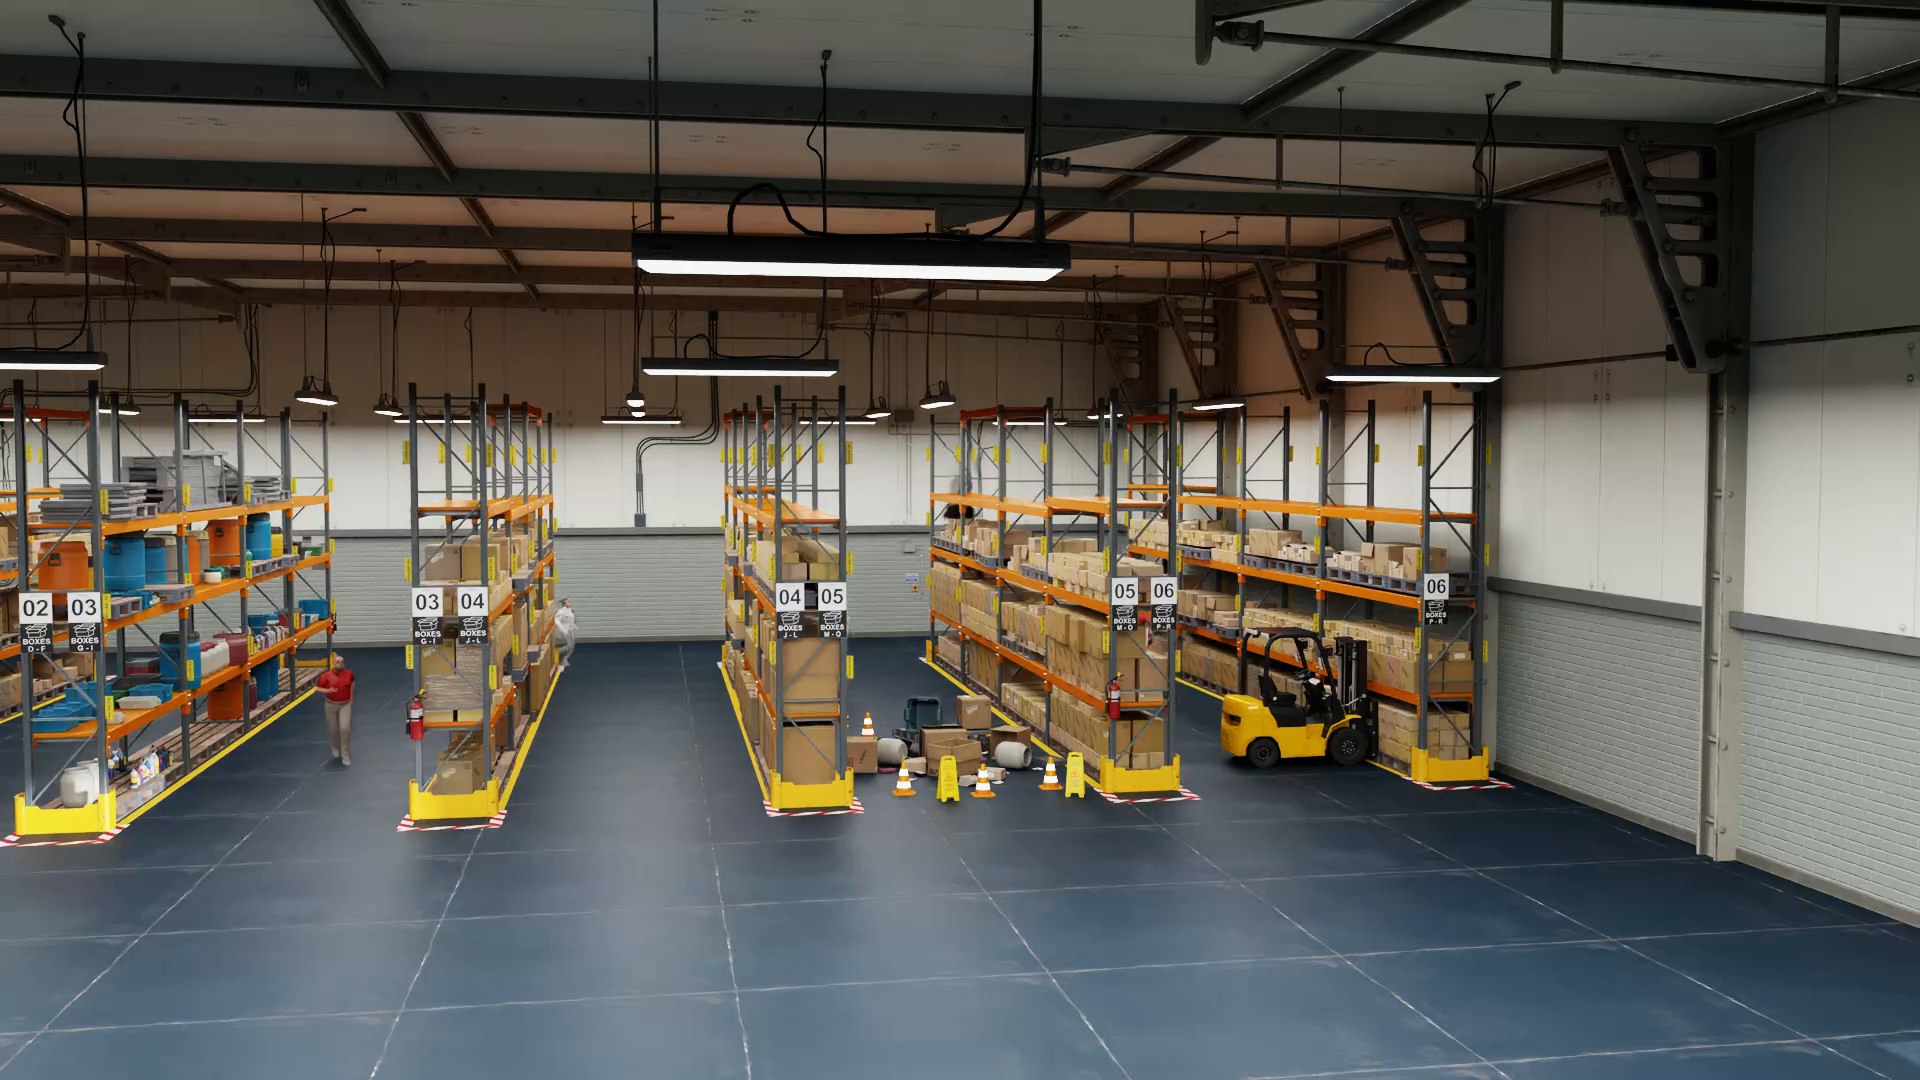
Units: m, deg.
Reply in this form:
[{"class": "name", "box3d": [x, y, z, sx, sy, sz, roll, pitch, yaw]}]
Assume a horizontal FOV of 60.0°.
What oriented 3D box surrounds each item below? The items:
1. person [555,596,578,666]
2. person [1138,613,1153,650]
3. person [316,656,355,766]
[{"class": "person", "box3d": [-9.419, 2.171, 39.730, 0.528, 1.663, 0.642, 1, 3, 20]}, {"class": "person", "box3d": [3.660, 2.381, 34.012, 0.672, 1.783, 0.884, -1, 3, -16]}, {"class": "person", "box3d": [-10.184, 2.776, 27.153, 0.631, 1.793, 0.830, -1, 3, -27]}]
